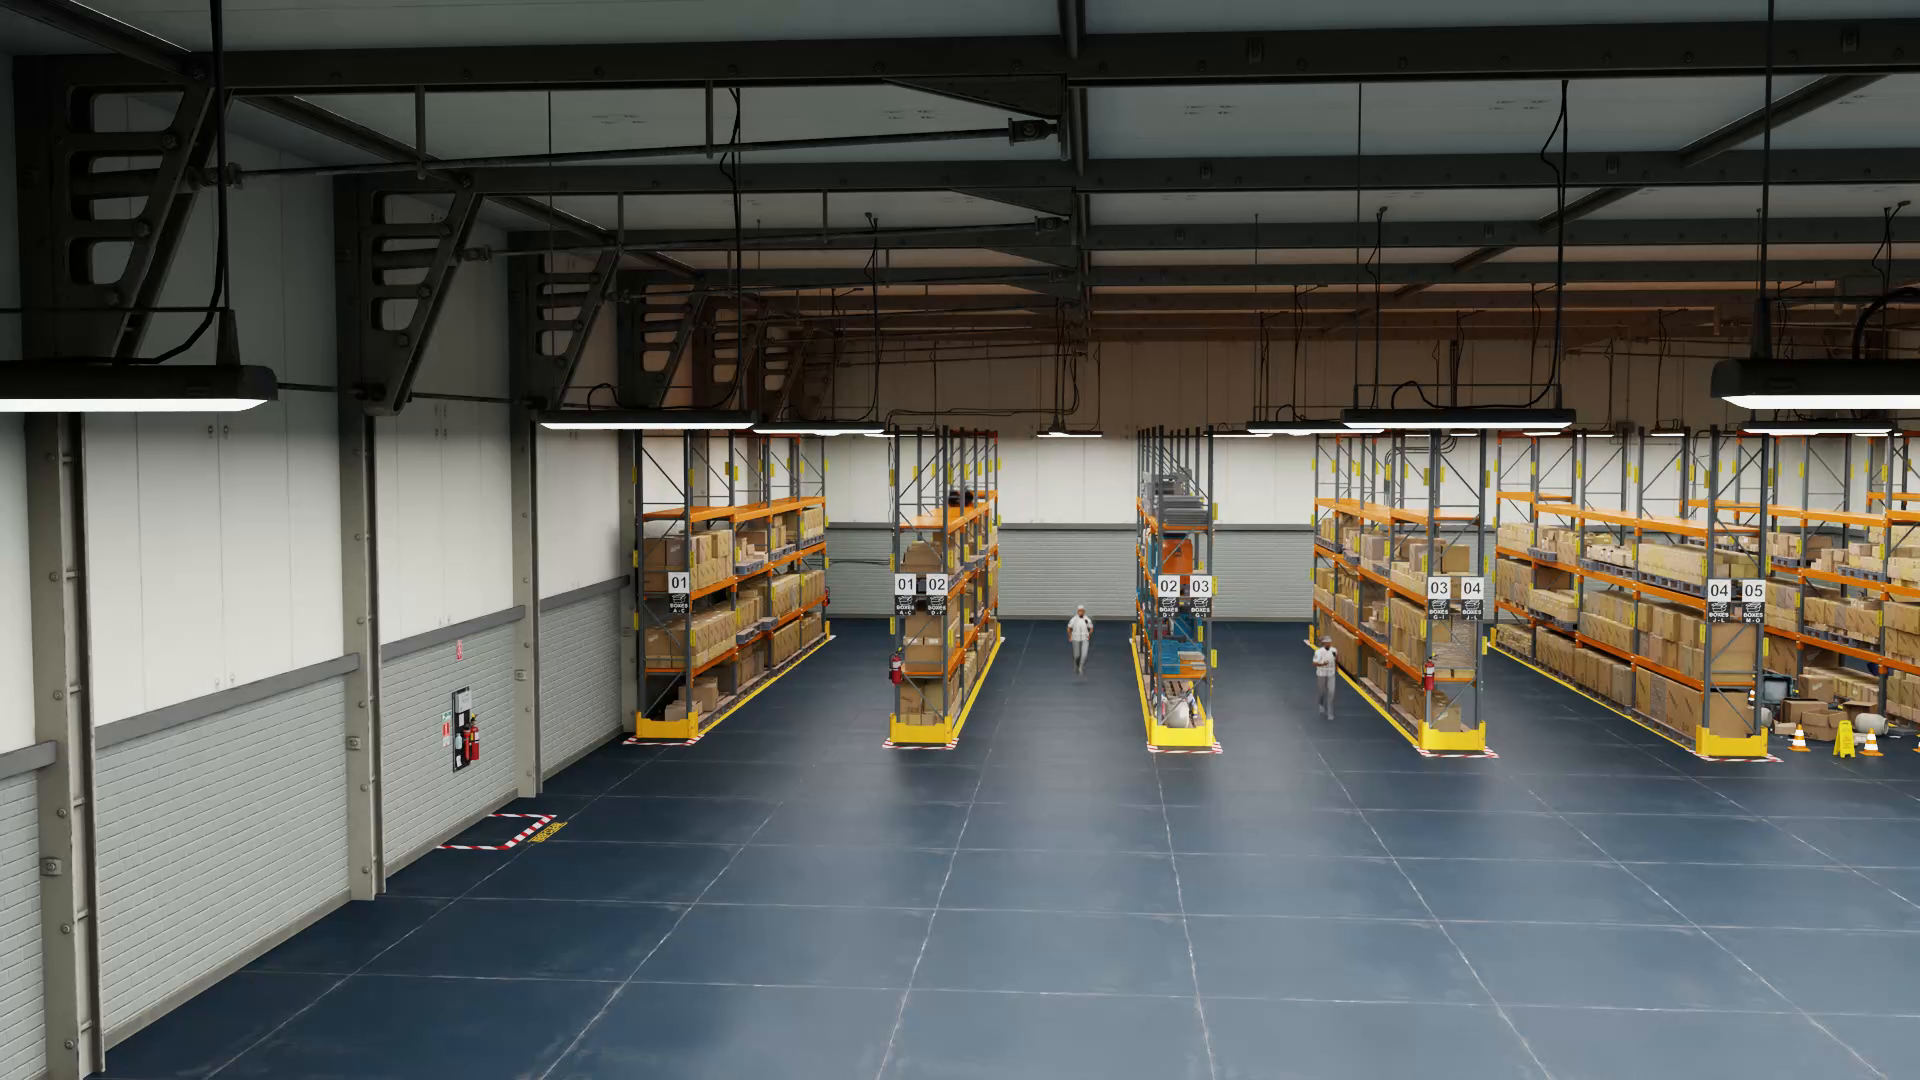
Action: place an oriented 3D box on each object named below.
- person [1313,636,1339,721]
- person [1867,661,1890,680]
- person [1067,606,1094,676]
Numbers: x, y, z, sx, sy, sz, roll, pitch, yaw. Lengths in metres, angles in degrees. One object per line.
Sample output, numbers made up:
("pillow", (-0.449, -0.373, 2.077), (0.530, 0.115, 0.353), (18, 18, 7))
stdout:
("person", (7.550, 2.829, 34.336), (0.575, 1.753, 0.887), (0, 3, 2))
("person", (21.287, 2.610, 38.471), (0.583, 1.647, 0.657), (0, 3, -1))
("person", (2.802, 2.332, 38.546), (0.616, 1.602, 0.509), (0, 3, 1))
